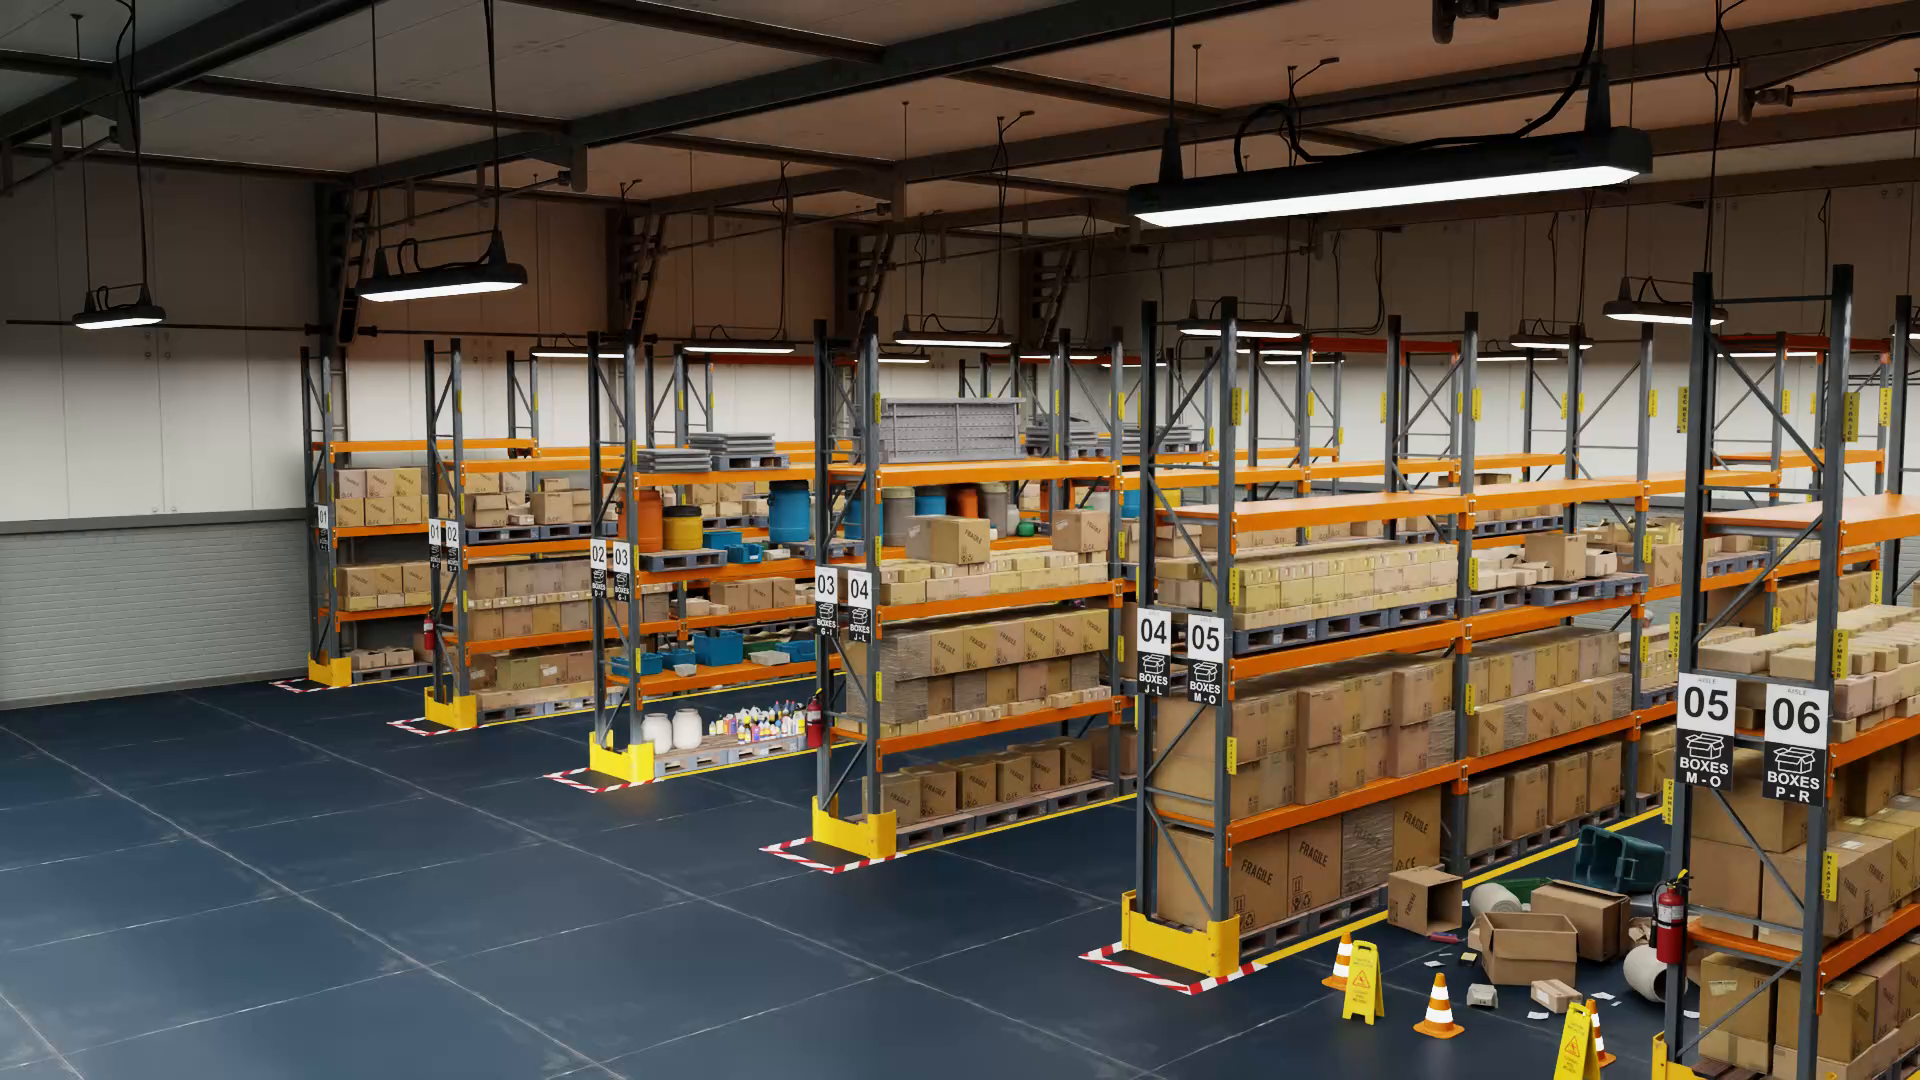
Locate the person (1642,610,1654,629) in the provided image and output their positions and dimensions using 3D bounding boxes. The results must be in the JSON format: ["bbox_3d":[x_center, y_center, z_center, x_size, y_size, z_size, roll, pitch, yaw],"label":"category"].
[{"bbox_3d":[10.609,1.985,25.867,0.531,1.809,0.588,-3,6,-33],"label":"person"}]
